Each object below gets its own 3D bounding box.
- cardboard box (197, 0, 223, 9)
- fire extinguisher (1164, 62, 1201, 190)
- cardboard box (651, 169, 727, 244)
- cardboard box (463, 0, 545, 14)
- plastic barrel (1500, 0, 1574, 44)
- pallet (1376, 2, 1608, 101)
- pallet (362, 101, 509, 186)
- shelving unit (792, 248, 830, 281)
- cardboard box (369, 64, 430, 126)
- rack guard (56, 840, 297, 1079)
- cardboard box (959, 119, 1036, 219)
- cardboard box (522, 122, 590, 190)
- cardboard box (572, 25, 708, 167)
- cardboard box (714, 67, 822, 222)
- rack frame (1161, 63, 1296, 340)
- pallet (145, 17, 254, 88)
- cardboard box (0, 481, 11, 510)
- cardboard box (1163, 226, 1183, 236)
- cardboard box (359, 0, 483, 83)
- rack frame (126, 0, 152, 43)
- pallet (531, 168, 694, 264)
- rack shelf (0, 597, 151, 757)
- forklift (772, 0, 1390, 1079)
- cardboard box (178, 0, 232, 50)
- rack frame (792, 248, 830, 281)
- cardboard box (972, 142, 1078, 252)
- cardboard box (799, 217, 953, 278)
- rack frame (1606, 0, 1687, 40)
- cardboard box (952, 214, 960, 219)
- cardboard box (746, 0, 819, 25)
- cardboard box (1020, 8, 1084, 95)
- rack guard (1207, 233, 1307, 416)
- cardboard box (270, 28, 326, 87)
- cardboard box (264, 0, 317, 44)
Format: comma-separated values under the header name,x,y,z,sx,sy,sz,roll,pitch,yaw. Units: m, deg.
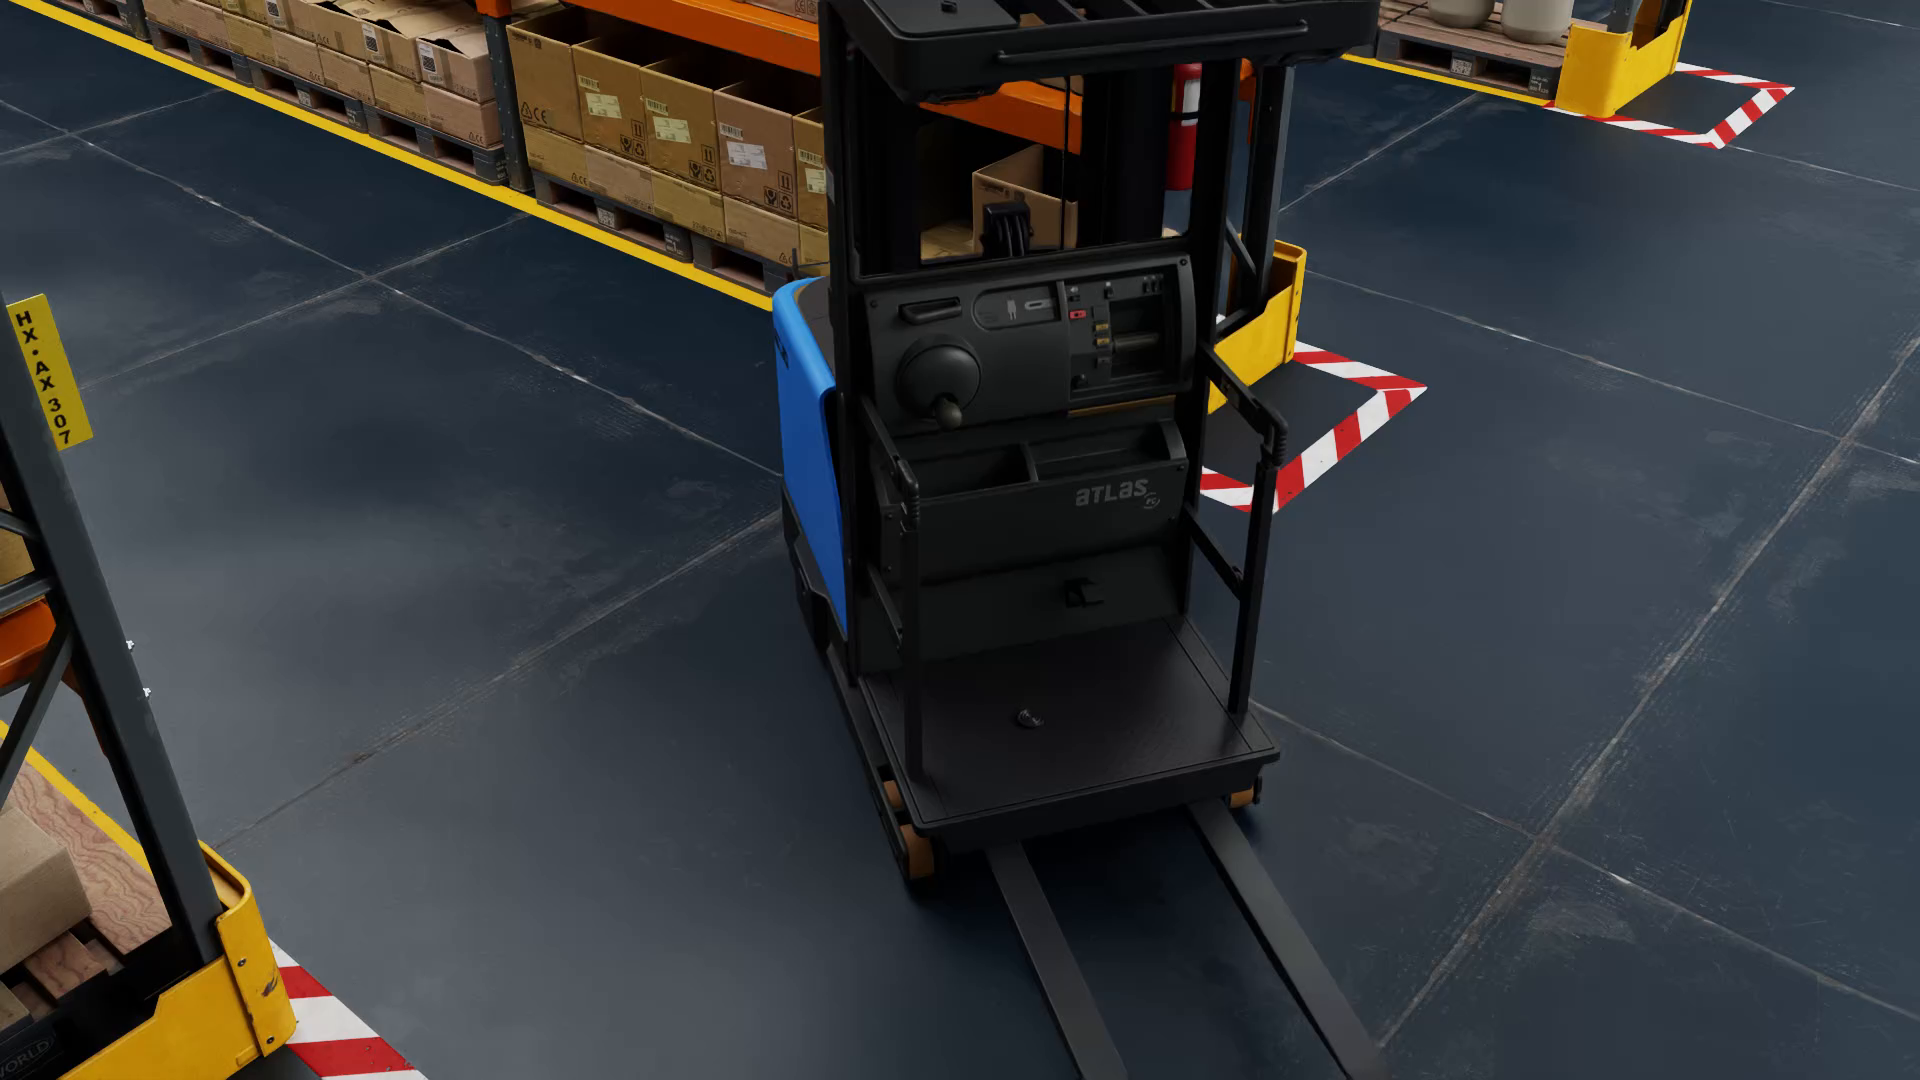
name,x,y,z,sx,sy,sz,roll,pitch,yaw
cardboard box,-4.527,-3.554,10.338,0.500,0.311,0.500,24,41,31
fire extinguisher,0.791,-1.613,6.017,0.183,0.674,0.296,25,42,32
cardboard box,-1.152,-1.712,8.151,0.500,0.250,0.500,25,42,32
cardboard box,-2.616,-3.051,9.606,0.500,0.311,0.500,25,42,31
plastic barrel,3.615,-3.396,10.372,0.421,0.512,0.421,0,34,0
pallet,3.461,-3.198,10.720,1.213,0.211,1.003,25,42,32
pallet,-2.667,-2.439,9.615,1.213,0.211,1.003,25,42,32
shelving unit,-0.466,-0.552,6.126,0.215,1.050,0.252,-10,36,-14
cardboard box,-2.968,-2.586,9.424,0.500,0.250,0.500,25,41,31
rack guard,-2.227,1.270,3.960,0.348,0.500,1.175,25,42,32
cardboard box,0.343,-1.710,7.486,0.500,0.500,0.500,25,42,32
cardboard box,-1.914,-2.078,8.685,0.500,0.250,0.500,25,42,32
cardboard box,-1.531,-2.205,8.207,0.500,0.500,0.500,25,42,32
cardboard box,-0.766,-1.841,7.676,0.500,0.500,0.500,25,42,32
rack frame,0.998,-1.890,6.352,0.127,3.000,1.000,25,42,32
pallet,-4.543,-3.323,10.902,1.213,0.211,1.003,25,42,32
cardboard box,-2.343,-0.292,3.479,0.500,0.500,0.500,25,42,32
cardboard box,0.728,-1.220,7.435,0.500,0.250,0.500,25,42,32
cardboard box,-2.975,-2.817,9.265,0.500,0.311,0.500,27,42,33
rack frame,-5.150,-4.787,10.571,0.127,3.000,1.000,25,42,32
pallet,-1.492,-1.883,8.805,1.213,0.211,1.003,25,42,32
rack shelf,-3.706,-0.161,4.470,4.000,0.370,1.077,25,42,32
forklift,0.266,-0.480,4.360,1.130,2.935,3.031,-10,36,-14
cardboard box,-4.549,-3.328,10.504,0.500,0.250,0.500,24,41,31
rack frame,-0.501,-0.618,6.222,0.200,1.050,0.008,-10,36,-14
cardboard box,0.395,-1.303,6.894,0.500,0.500,0.500,25,42,32
cardboard box,-0.381,-1.351,7.626,0.500,0.250,0.500,25,42,32
rack frame,4.170,-4.043,9.488,0.127,3.000,1.000,25,42,32
cardboard box,-0.043,-1.581,7.961,0.500,0.250,0.500,25,42,32
cardboard box,-0.544,-2.665,7.393,0.500,0.500,0.700,27,43,33
cardboard box,0.647,-2.106,6.578,0.500,0.500,0.700,25,42,32
rack guard,1.016,-0.851,7.047,0.348,0.500,1.175,25,42,32
cardboard box,-3.752,-2.956,9.963,0.500,0.250,0.500,26,42,33
cardboard box,-3.741,-3.182,9.797,0.500,0.311,0.500,25,41,31
